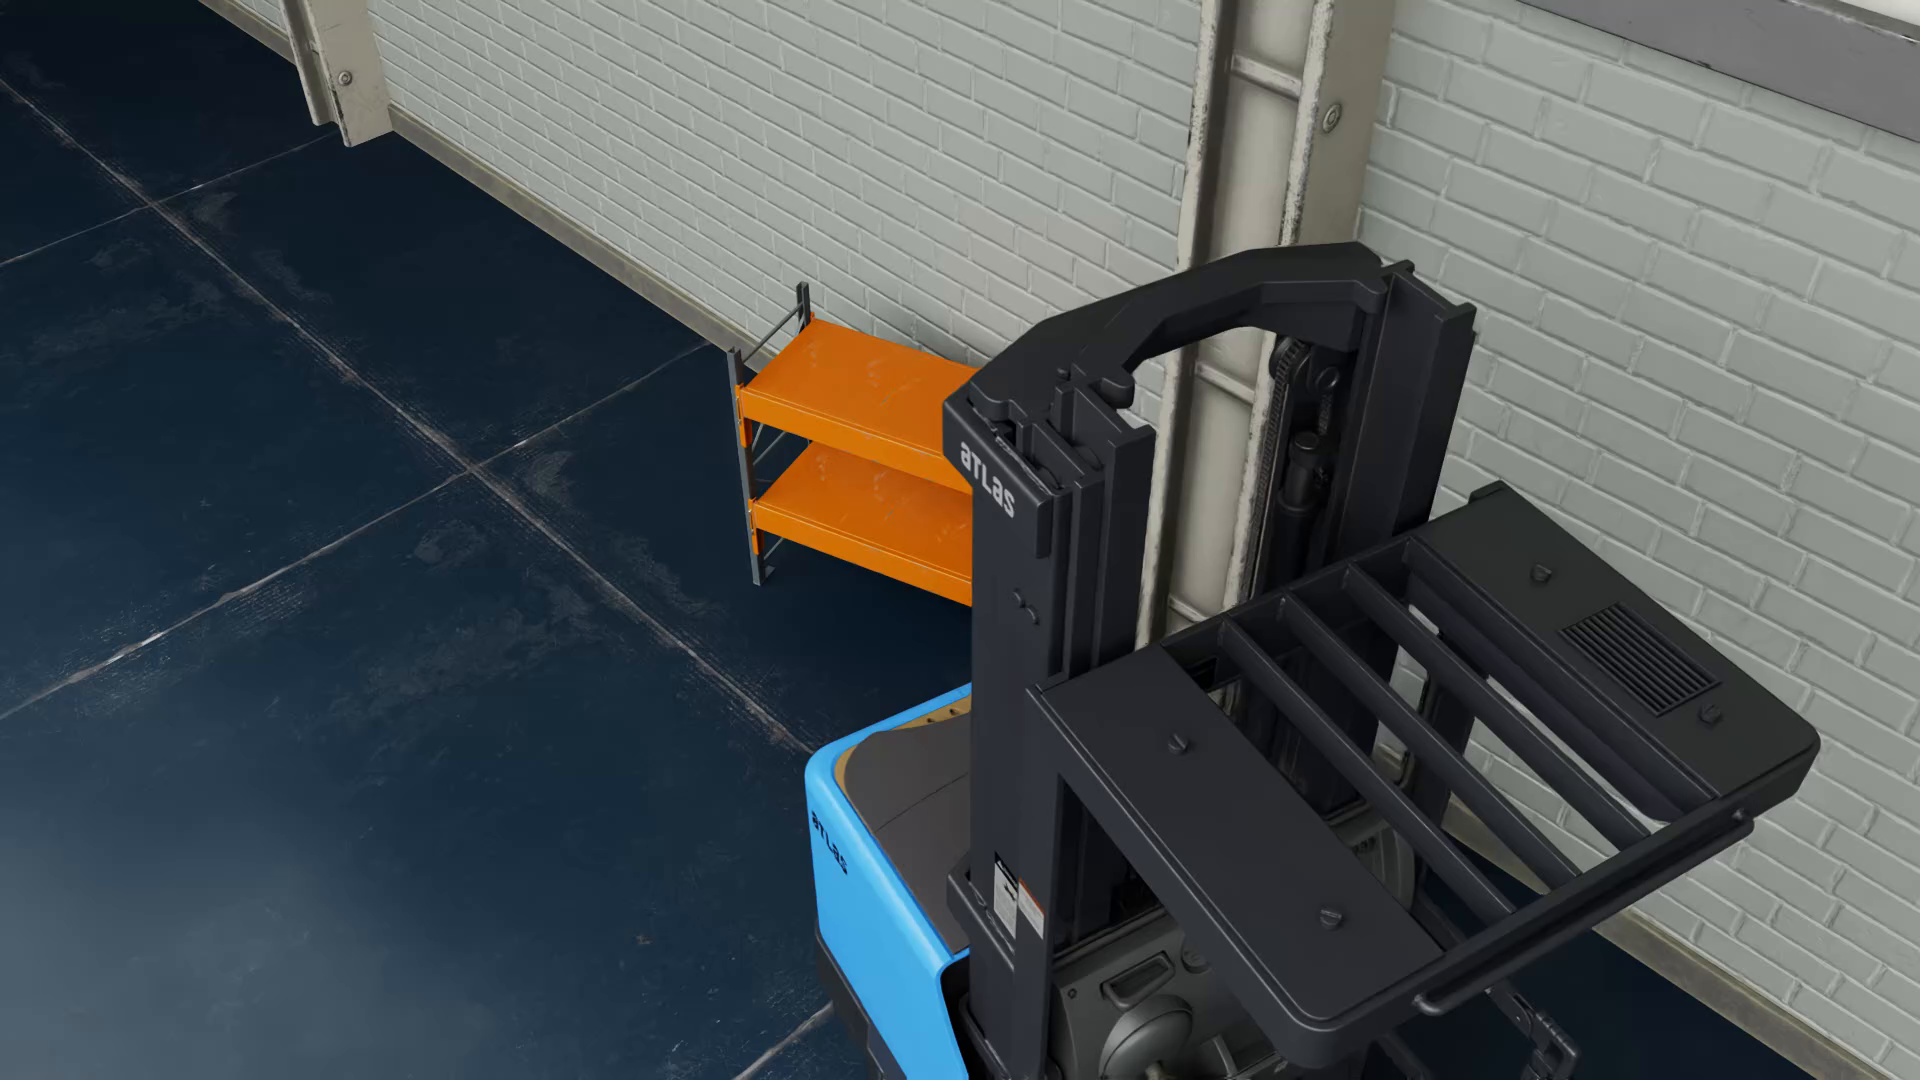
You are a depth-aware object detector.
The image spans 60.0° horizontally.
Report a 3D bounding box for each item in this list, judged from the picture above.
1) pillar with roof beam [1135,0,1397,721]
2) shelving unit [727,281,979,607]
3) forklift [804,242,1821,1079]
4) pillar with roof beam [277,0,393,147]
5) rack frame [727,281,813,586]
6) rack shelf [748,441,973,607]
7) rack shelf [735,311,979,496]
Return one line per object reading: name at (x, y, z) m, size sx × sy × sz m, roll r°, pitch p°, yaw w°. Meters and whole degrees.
pillar with roof beam at (-2.172, -0.666, 0.840) m, size 9.100 × 9.000 × 0.400 m, roll -34°, pitch 53°, yaw -31°
shelving unit at (-0.235, -0.226, 6.166) m, size 1.048 × 1.125 × 0.538 m, roll 20°, pitch 46°, yaw 20°
forklift at (0.732, 0.999, 3.509) m, size 1.130 × 2.935 × 3.031 m, roll -21°, pitch 47°, yaw -22°
pillar with roof beam at (-6.409, -3.549, 3.960) m, size 9.100 × 9.000 × 0.400 m, roll -34°, pitch 53°, yaw -31°
rack frame at (-0.685, -0.387, 6.339) m, size 0.032 × 1.125 × 0.500 m, roll 20°, pitch 46°, yaw 20°
rack shelf at (-0.235, -0.047, 6.332) m, size 1.000 × 0.278 × 0.538 m, roll 20°, pitch 46°, yaw 20°
rack shelf at (-0.235, -0.441, 5.968) m, size 1.000 × 0.278 × 0.538 m, roll 20°, pitch 46°, yaw 20°
